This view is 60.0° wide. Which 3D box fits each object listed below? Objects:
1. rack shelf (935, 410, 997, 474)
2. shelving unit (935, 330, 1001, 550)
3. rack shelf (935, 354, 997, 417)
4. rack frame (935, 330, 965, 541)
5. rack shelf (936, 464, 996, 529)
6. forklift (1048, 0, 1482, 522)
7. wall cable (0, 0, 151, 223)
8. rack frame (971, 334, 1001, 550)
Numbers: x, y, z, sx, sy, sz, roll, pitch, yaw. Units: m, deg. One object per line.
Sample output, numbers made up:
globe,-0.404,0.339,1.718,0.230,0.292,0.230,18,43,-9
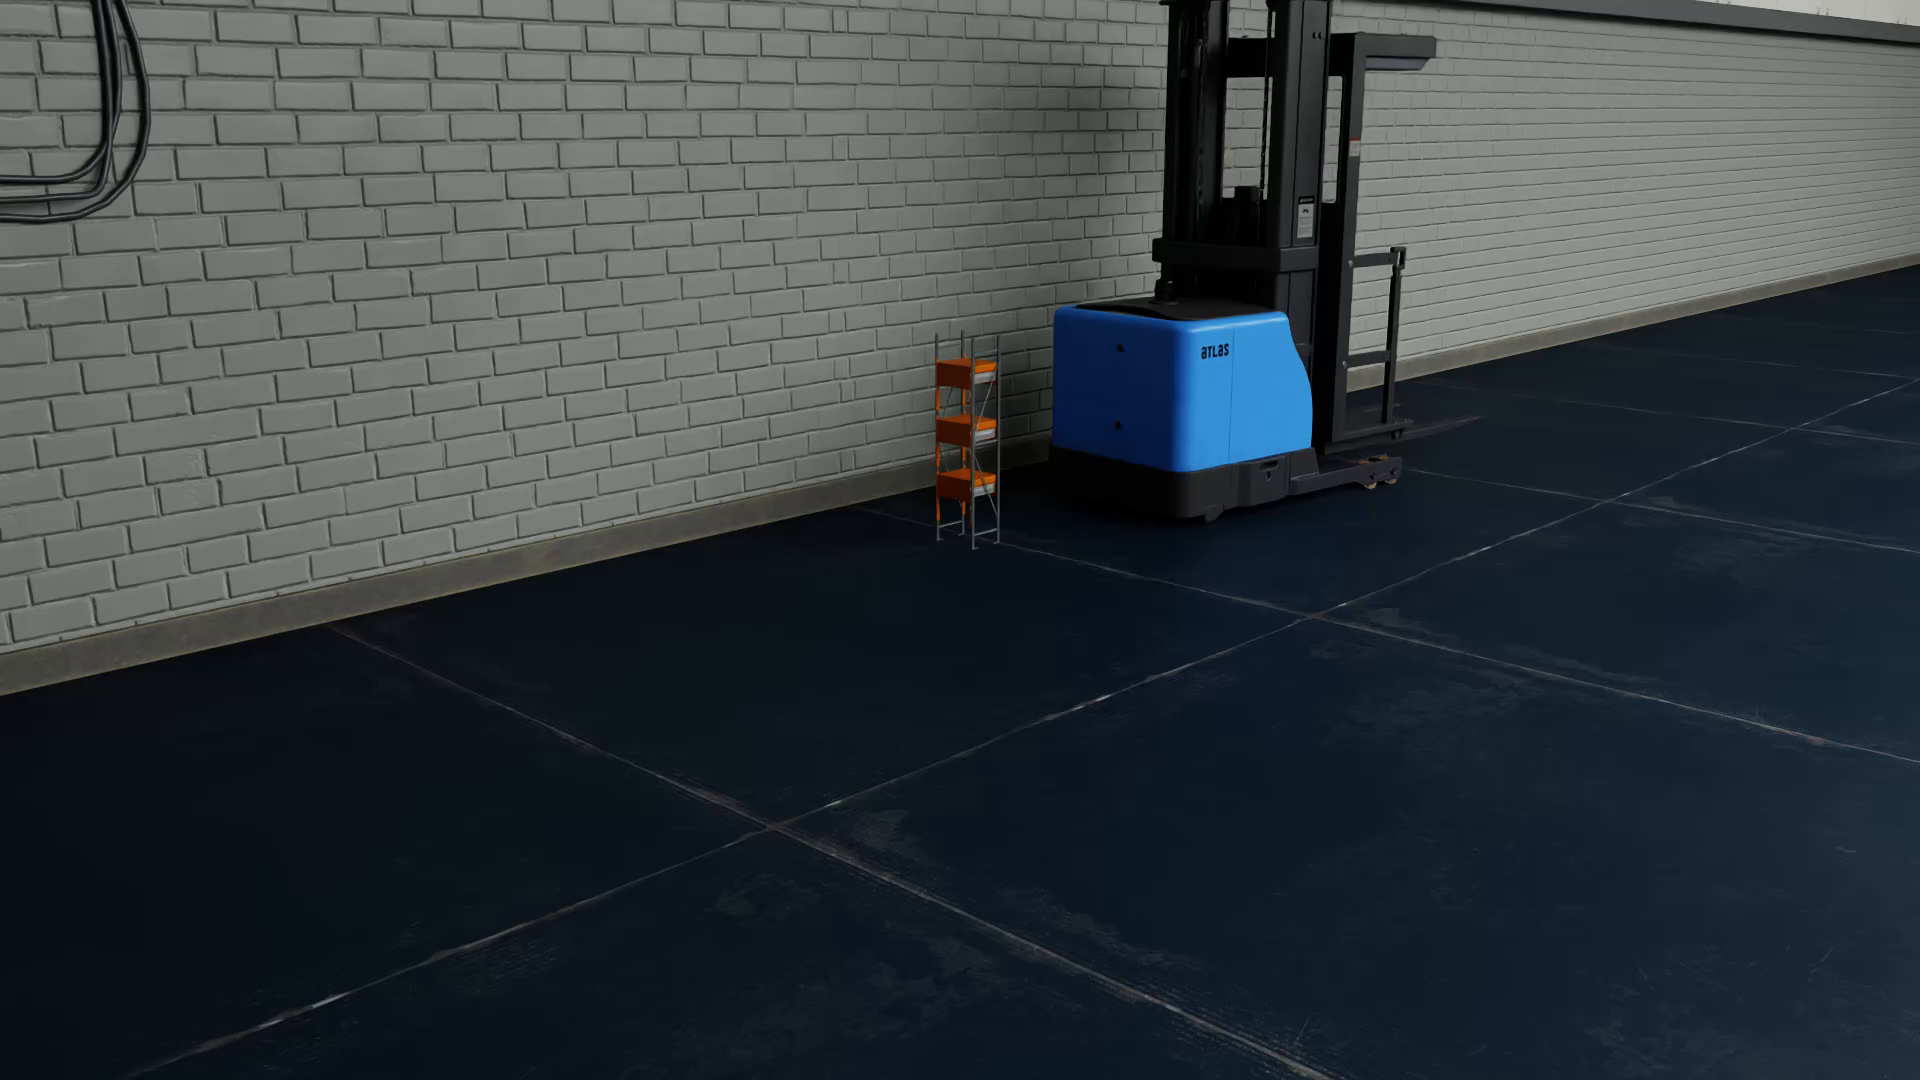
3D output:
rack shelf,0.039,-0.488,8.257,0.240,0.259,0.215,14,20,42
shelving unit,0.039,-0.499,8.254,0.252,1.050,0.215,14,20,42
rack shelf,0.039,-0.763,8.185,0.240,0.259,0.215,14,20,42
rack frame,-0.049,-0.520,8.336,0.008,1.050,0.200,14,20,42
rack shelf,0.039,-0.219,8.327,0.240,0.259,0.215,14,20,42
forklift,1.941,-1.798,9.511,3.031,2.935,1.130,-12,19,-39
wall cable,-4.073,-2.130,4.910,0.112,2.526,3.097,14,20,42
rack frame,0.126,-0.477,8.172,0.008,1.050,0.200,14,20,42
